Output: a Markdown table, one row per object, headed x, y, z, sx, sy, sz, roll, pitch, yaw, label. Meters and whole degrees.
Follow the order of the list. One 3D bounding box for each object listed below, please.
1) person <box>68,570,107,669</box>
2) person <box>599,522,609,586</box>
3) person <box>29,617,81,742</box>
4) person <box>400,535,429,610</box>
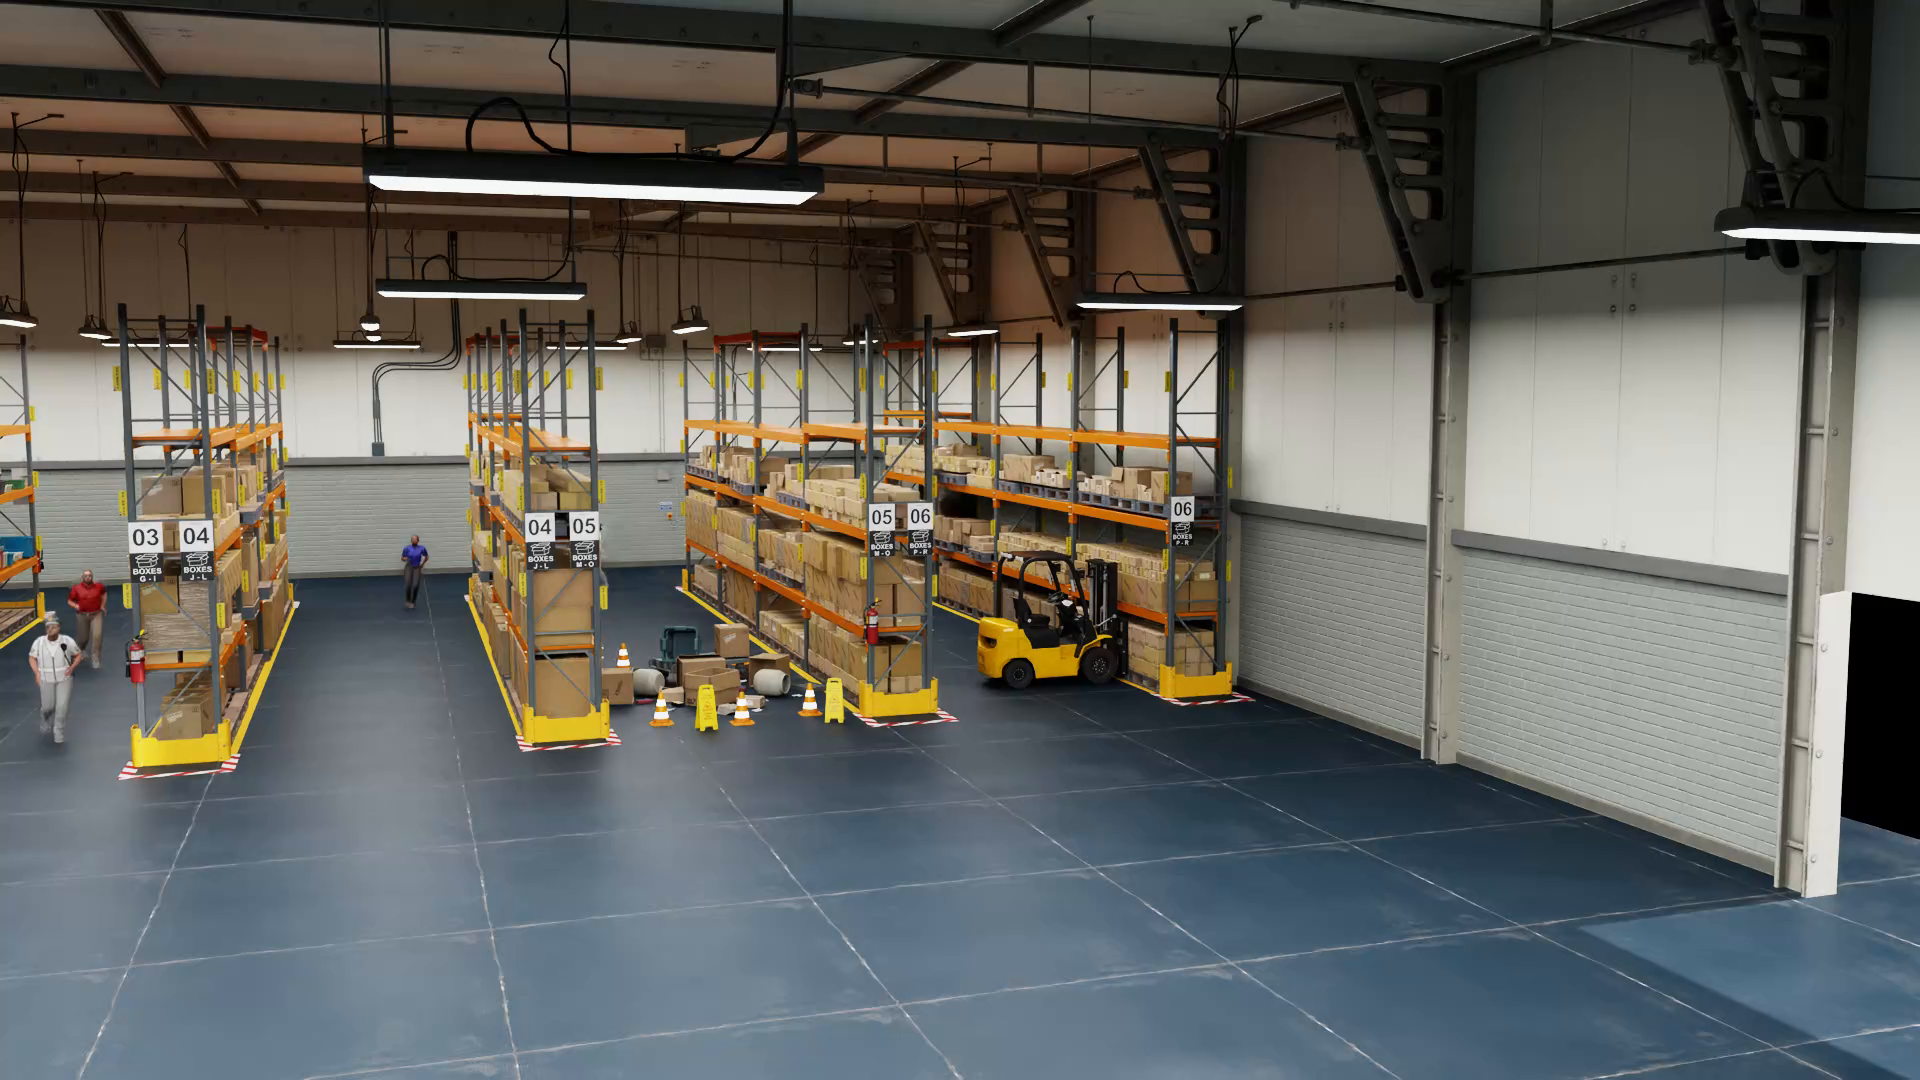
| x | y | z | sx | sy | sz | roll | pitch | yaw | label |
| --- | --- | --- | --- | --- | --- | --- | --- | --- | --- |
| -15.363 | 1.369 | 29.331 | 0.647 | 1.719 | 0.918 | -4 | 7 | -34 | person |
| -8.853 | 0.346 | 40.217 | 0.667 | 1.690 | 0.582 | -3 | 6 | -30 | person |
| -12.677 | 1.931 | 23.329 | 0.633 | 1.758 | 0.563 | -3 | 6 | -27 | person |
| -12.056 | 0.717 | 36.759 | 0.581 | 1.678 | 0.688 | -1 | 6 | -12 | person |
